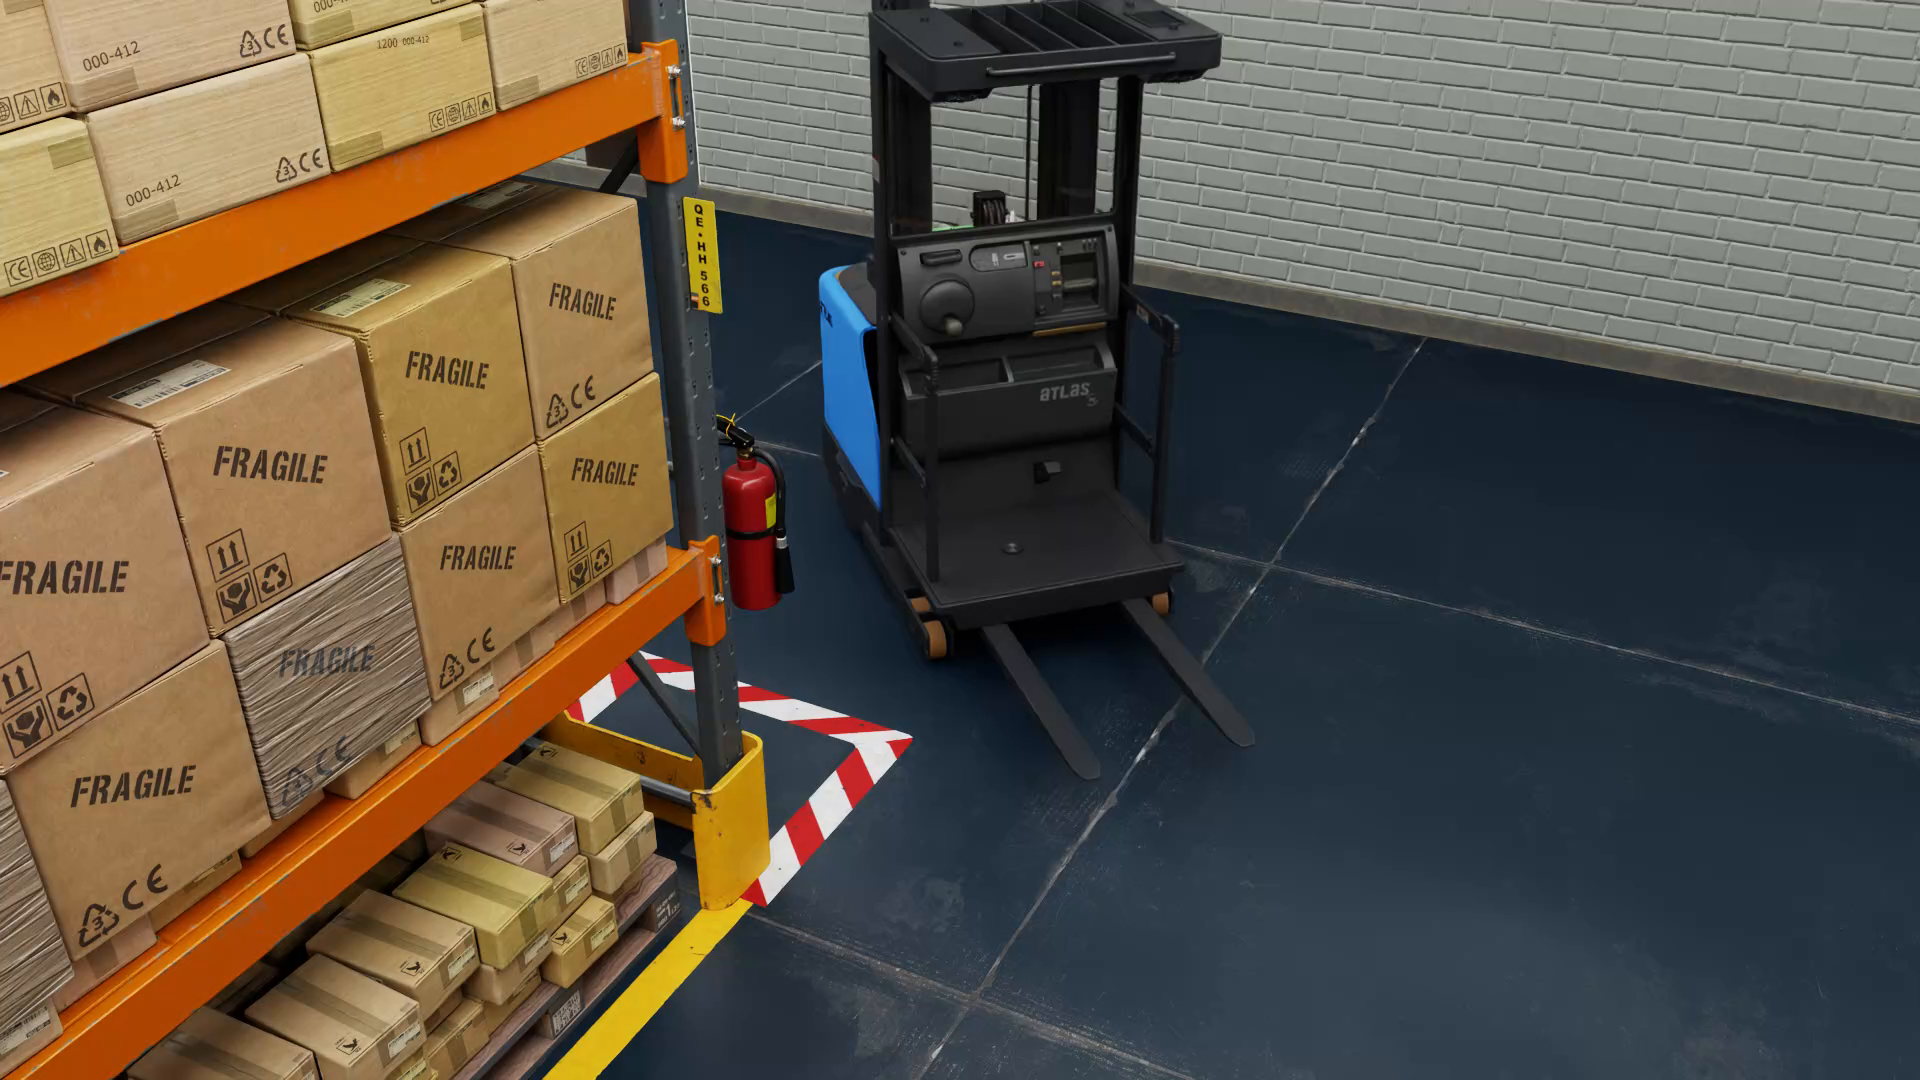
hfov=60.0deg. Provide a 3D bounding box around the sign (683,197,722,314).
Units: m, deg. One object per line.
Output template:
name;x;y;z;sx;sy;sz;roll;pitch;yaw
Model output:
sign;-0.717;-0.791;4.636;0.100;0.325;0.005;14;33;23

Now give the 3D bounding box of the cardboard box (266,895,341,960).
cardboard box;-2.029;1.025;4.796;0.380;0.149;0.250;13;32;21

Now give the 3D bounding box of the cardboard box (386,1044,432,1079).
cardboard box;-1.647;1.400;4.442;0.380;0.149;0.250;15;33;24

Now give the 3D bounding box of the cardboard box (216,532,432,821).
cardboard box;-1.639;0.252;3.899;0.500;0.500;0.500;14;33;23

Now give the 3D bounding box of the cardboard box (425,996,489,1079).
cardboard box;-1.581;1.395;4.750;0.380;0.149;0.250;15;33;24

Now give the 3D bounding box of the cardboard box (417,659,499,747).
cardboard box;-1.441;0.365;4.354;0.380;0.149;0.250;15;33;25

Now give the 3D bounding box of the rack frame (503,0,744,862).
rack frame;-1.201;-0.287;5.237;1.000;3.000;0.127;14;33;23

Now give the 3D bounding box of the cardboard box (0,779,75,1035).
cardboard box;-2.093;0.716;3.093;0.500;0.500;0.500;14;33;22

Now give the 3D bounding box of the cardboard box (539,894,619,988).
cardboard box;-1.283;1.185;5.115;0.380;0.149;0.250;15;33;25

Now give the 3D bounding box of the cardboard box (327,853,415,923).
cardboard box;-1.876;1.050;5.053;0.380;0.149;0.250;15;33;24

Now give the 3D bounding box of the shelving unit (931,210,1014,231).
shelving unit;-0.002;-1.093;8.438;0.503;1.200;0.258;-8;28;-13

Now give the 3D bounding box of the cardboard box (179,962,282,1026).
cardboard box;-2.126;1.278;4.655;0.380;0.149;0.250;13;32;21

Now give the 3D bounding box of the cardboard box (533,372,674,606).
cardboard box;-1.177;-0.202;4.690;0.500;0.500;0.500;15;33;24

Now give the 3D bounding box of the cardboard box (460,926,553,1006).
cardboard box;-1.423;1.168;4.847;0.380;0.149;0.250;13;32;21

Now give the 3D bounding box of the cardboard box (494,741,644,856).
cardboard box;-1.217;0.801;5.186;0.380;0.149;0.250;15;33;24

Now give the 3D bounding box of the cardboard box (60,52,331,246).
cardboard box;-1.637;-0.816;3.298;0.500;0.250;0.500;16;33;25

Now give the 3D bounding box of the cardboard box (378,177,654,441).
cardboard box;-1.188;-0.634;4.438;0.500;0.500;0.500;14;33;22

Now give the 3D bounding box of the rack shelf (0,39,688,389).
rack shelf;-2.113;-0.389;3.126;1.077;0.370;4.000;14;33;23

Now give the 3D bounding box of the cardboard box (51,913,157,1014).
cardboard box;-1.966;0.820;3.563;0.380;0.149;0.250;16;33;25

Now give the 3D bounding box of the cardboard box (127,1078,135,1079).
cardboard box;-1.948;1.490;3.987;0.380;0.149;0.250;14;33;24

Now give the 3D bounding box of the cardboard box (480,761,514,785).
cardboard box;-1.669;0.812;5.466;0.380;0.149;0.250;16;33;25

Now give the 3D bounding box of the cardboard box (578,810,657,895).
cardboard box;-1.188;0.937;5.249;0.380;0.149;0.250;13;32;22

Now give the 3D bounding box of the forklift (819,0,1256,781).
forklift;0.272;-1.001;6.550;1.130;2.935;3.031;-10;31;-16

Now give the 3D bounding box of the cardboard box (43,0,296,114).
cardboard box;-1.652;-1.024;3.158;0.500;0.250;0.500;15;33;24

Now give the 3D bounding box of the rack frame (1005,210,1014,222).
rack frame;0.234;-1.126;8.495;0.015;1.200;0.240;-8;28;-13

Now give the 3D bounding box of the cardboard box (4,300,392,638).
cardboard box;-1.648;-0.176;3.642;0.500;0.500;0.500;16;34;26

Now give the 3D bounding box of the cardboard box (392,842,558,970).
cardboard box;-1.387;1.043;4.764;0.380;0.149;0.250;14;33;22

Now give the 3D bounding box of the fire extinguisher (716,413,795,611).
fire extinguisher;-0.676;-0.099;5.362;0.296;0.674;0.183;14;33;23

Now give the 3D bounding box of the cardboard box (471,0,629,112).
cardboard box;-1.173;-1.261;4.072;0.500;0.250;0.500;14;33;22

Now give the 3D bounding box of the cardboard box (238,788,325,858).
cardboard box;-1.764;0.582;3.977;0.380;0.149;0.250;13;32;21

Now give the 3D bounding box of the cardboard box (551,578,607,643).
cardboard box;-1.245;0.132;4.759;0.380;0.149;0.250;14;33;23

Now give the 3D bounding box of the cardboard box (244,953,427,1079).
cardboard box;-1.635;1.276;4.360;0.380;0.149;0.250;16;33;25
